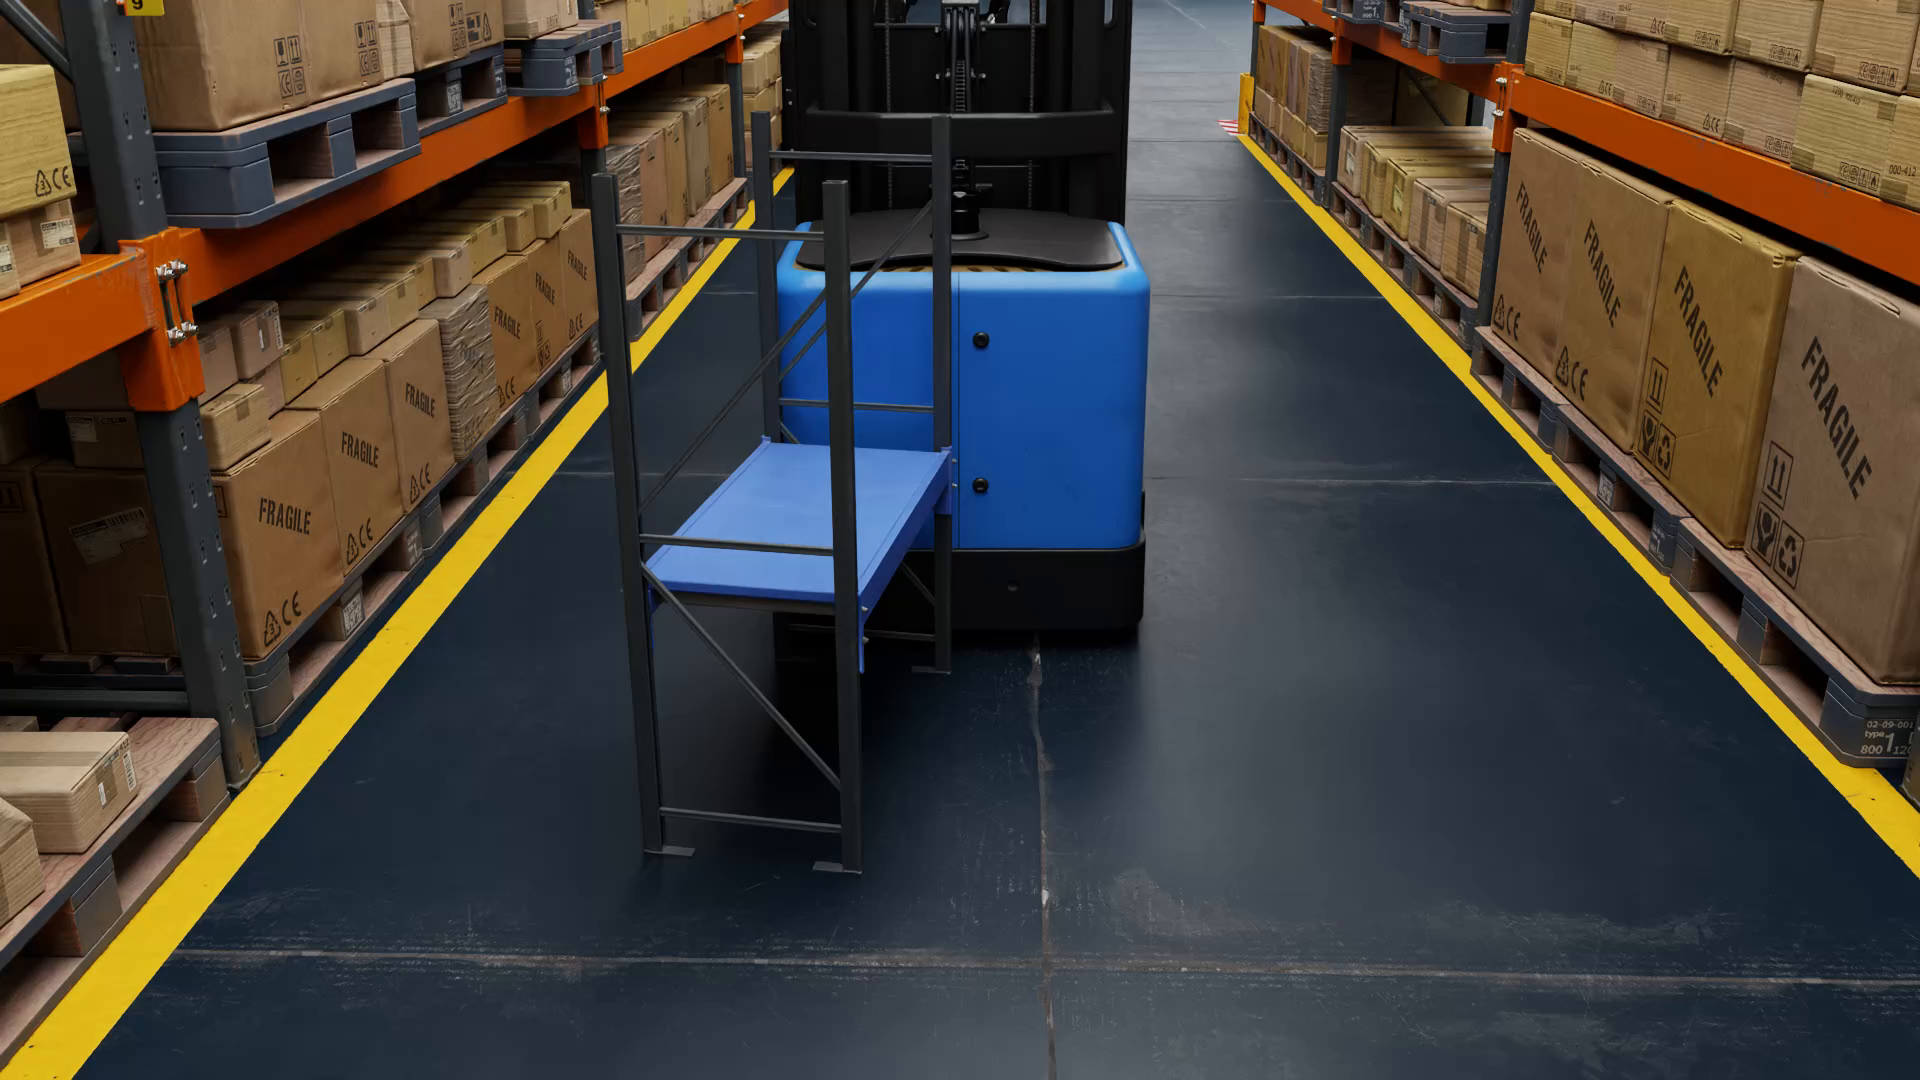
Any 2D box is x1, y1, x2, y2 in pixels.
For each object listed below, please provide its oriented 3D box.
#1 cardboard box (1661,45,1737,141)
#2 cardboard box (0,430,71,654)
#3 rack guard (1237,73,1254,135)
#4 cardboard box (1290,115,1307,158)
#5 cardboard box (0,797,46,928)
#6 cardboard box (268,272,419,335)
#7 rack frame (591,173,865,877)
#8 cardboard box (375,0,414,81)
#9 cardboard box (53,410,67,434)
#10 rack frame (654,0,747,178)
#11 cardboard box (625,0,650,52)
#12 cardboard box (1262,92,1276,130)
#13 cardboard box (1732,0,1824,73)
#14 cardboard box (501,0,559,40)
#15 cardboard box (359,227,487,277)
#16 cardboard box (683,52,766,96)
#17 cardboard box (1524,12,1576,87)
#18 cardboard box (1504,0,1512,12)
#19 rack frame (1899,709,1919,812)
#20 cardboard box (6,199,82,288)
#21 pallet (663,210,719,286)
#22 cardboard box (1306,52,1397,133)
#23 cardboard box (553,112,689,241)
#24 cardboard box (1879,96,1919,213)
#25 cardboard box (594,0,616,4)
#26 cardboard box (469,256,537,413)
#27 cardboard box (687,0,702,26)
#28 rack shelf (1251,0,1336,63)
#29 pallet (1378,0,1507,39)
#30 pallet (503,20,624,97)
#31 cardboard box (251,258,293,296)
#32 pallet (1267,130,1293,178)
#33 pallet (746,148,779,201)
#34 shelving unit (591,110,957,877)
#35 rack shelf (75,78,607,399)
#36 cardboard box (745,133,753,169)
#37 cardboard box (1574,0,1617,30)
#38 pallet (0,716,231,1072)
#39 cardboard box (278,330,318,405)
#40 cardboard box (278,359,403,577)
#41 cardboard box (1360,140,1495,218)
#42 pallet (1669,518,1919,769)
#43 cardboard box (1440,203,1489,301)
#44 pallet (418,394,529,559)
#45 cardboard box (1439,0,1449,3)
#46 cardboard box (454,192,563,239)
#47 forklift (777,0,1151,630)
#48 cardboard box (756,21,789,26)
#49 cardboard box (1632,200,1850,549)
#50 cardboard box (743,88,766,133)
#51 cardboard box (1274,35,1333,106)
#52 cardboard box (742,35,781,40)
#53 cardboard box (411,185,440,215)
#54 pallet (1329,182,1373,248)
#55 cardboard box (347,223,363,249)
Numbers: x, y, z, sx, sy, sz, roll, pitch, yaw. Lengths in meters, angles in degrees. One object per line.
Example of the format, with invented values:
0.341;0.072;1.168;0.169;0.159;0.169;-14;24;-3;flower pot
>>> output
2.569;-1.417;5.242;0.500;0.250;0.500;1;21;2;cardboard box
-2.497;-0.034;4.344;0.500;0.500;0.500;1;21;1;cardboard box
3.107;-3.915;14.928;1.175;0.500;0.348;1;21;2;rack guard
2.744;-2.985;12.296;0.500;0.250;0.500;0;21;0;cardboard box
-1.951;0.590;3.060;0.396;0.266;0.258;1;21;4;cardboard box
-1.963;-0.755;5.306;0.380;0.149;0.250;1;21;4;cardboard box
-0.458;0.014;3.419;0.500;1.500;0.032;4;22;10;rack frame
-1.791;-1.454;4.734;0.396;0.266;0.258;2;21;4;cardboard box
-2.491;-0.387;4.357;0.380;0.149;0.250;1;21;2;cardboard box
-1.973;-3.715;10.956;1.000;3.000;0.127;1;21;2;rack frame
-1.817;-2.538;8.131;0.500;0.250;0.500;0;21;0;cardboard box
2.786;-3.549;13.749;0.500;0.250;0.500;1;21;4;cardboard box
2.533;-1.462;4.668;0.500;0.250;0.500;1;21;3;cardboard box
-1.804;-2.009;6.188;0.500;0.250;0.500;0;21;-1;cardboard box
-1.947;-1.041;6.044;0.380;0.149;0.250;0;21;1;cardboard box
-1.645;-3.266;11.639;0.500;0.250;0.500;0;21;1;cardboard box
2.600;-1.971;6.670;0.500;0.250;0.500;0;21;1;cardboard box
2.641;-2.415;7.373;0.380;0.149;0.250;1;21;4;cardboard box
2.745;-0.769;3.364;1.000;3.000;0.127;1;21;2;rack frame
-1.974;-0.587;3.243;0.380;0.149;0.250;1;21;2;cardboard box
-1.991;-1.706;9.633;1.003;0.211;1.213;1;21;2;pallet
2.738;-3.142;11.664;0.500;0.500;0.500;0;21;1;cardboard box
-2.030;-2.062;9.400;0.875;0.625;0.625;0;21;-1;cardboard box
2.506;-0.864;3.817;0.500;0.250;0.500;0;21;0;cardboard box
-1.812;-2.589;7.572;0.500;0.250;0.500;1;21;2;cardboard box
-1.932;-0.774;6.251;0.500;0.500;0.500;2;21;4;cardboard box
-1.783;-3.099;9.576;0.500;0.250;0.500;1;21;2;cardboard box
3.049;-4.049;12.813;1.077;0.370;4.000;1;21;2;rack shelf
2.886;-2.842;8.972;1.003;0.211;1.213;1;21;2;pallet
-2.046;-1.933;6.630;1.213;0.211;1.003;1;21;2;pallet
-2.459;-0.851;5.554;0.380;0.149;0.250;0;21;-1;cardboard box
3.007;-3.047;13.090;1.003;0.211;1.213;1;21;2;pallet
-1.907;-2.702;12.201;1.003;0.211;1.213;1;21;2;pallet
-0.364;-0.166;3.884;0.538;1.500;1.048;4;22;10;shelving unit
-2.156;-1.210;5.495;1.077;0.370;4.000;1;21;2;rack shelf
-1.628;-2.800;11.819;0.500;0.250;0.500;1;21;2;cardboard box
2.587;-2.011;6.082;0.500;0.250;0.500;1;21;3;cardboard box
-2.239;0.726;3.366;1.003;0.211;1.213;1;21;2;pallet
-2.012;-0.476;4.587;0.380;0.149;0.250;0;21;-1;cardboard box
-1.971;-0.218;4.819;0.500;0.500;0.500;0;21;1;cardboard box
2.956;-2.183;10.060;0.950;0.372;0.625;2;21;5;cardboard box
2.693;0.251;4.590;1.003;0.211;1.213;1;21;2;pallet
2.894;-1.390;8.017;0.950;0.372;0.625;-1;21;-2;cardboard box
-2.196;-0.259;5.905;1.003;0.211;1.213;1;21;2;pallet
2.556;-2.695;8.096;0.380;0.149;0.250;0;21;-1;cardboard box
-1.834;-1.321;6.765;0.380;0.149;0.250;0;21;-1;cardboard box
0.002;-1.594;5.586;1.130;2.935;3.031;0;21;0;forklift
-1.554;-4.371;14.486;0.500;0.250;0.500;1;21;3;cardboard box
2.703;-0.526;5.095;0.875;0.875;0.875;1;21;3;cardboard box
-1.650;-3.033;11.729;0.500;0.250;0.500;1;21;1;cardboard box
2.774;-3.704;13.112;0.500;0.500;0.500;1;21;3;cardboard box
-1.592;-3.821;13.068;0.500;0.250;0.500;0;21;1;cardboard box
-2.422;-1.416;7.011;0.380;0.149;0.250;2;21;4;cardboard box
2.966;-2.080;10.598;1.003;0.211;1.213;1;21;2;pallet
-2.486;-1.132;6.279;0.380;0.149;0.250;0;21;-1;cardboard box
